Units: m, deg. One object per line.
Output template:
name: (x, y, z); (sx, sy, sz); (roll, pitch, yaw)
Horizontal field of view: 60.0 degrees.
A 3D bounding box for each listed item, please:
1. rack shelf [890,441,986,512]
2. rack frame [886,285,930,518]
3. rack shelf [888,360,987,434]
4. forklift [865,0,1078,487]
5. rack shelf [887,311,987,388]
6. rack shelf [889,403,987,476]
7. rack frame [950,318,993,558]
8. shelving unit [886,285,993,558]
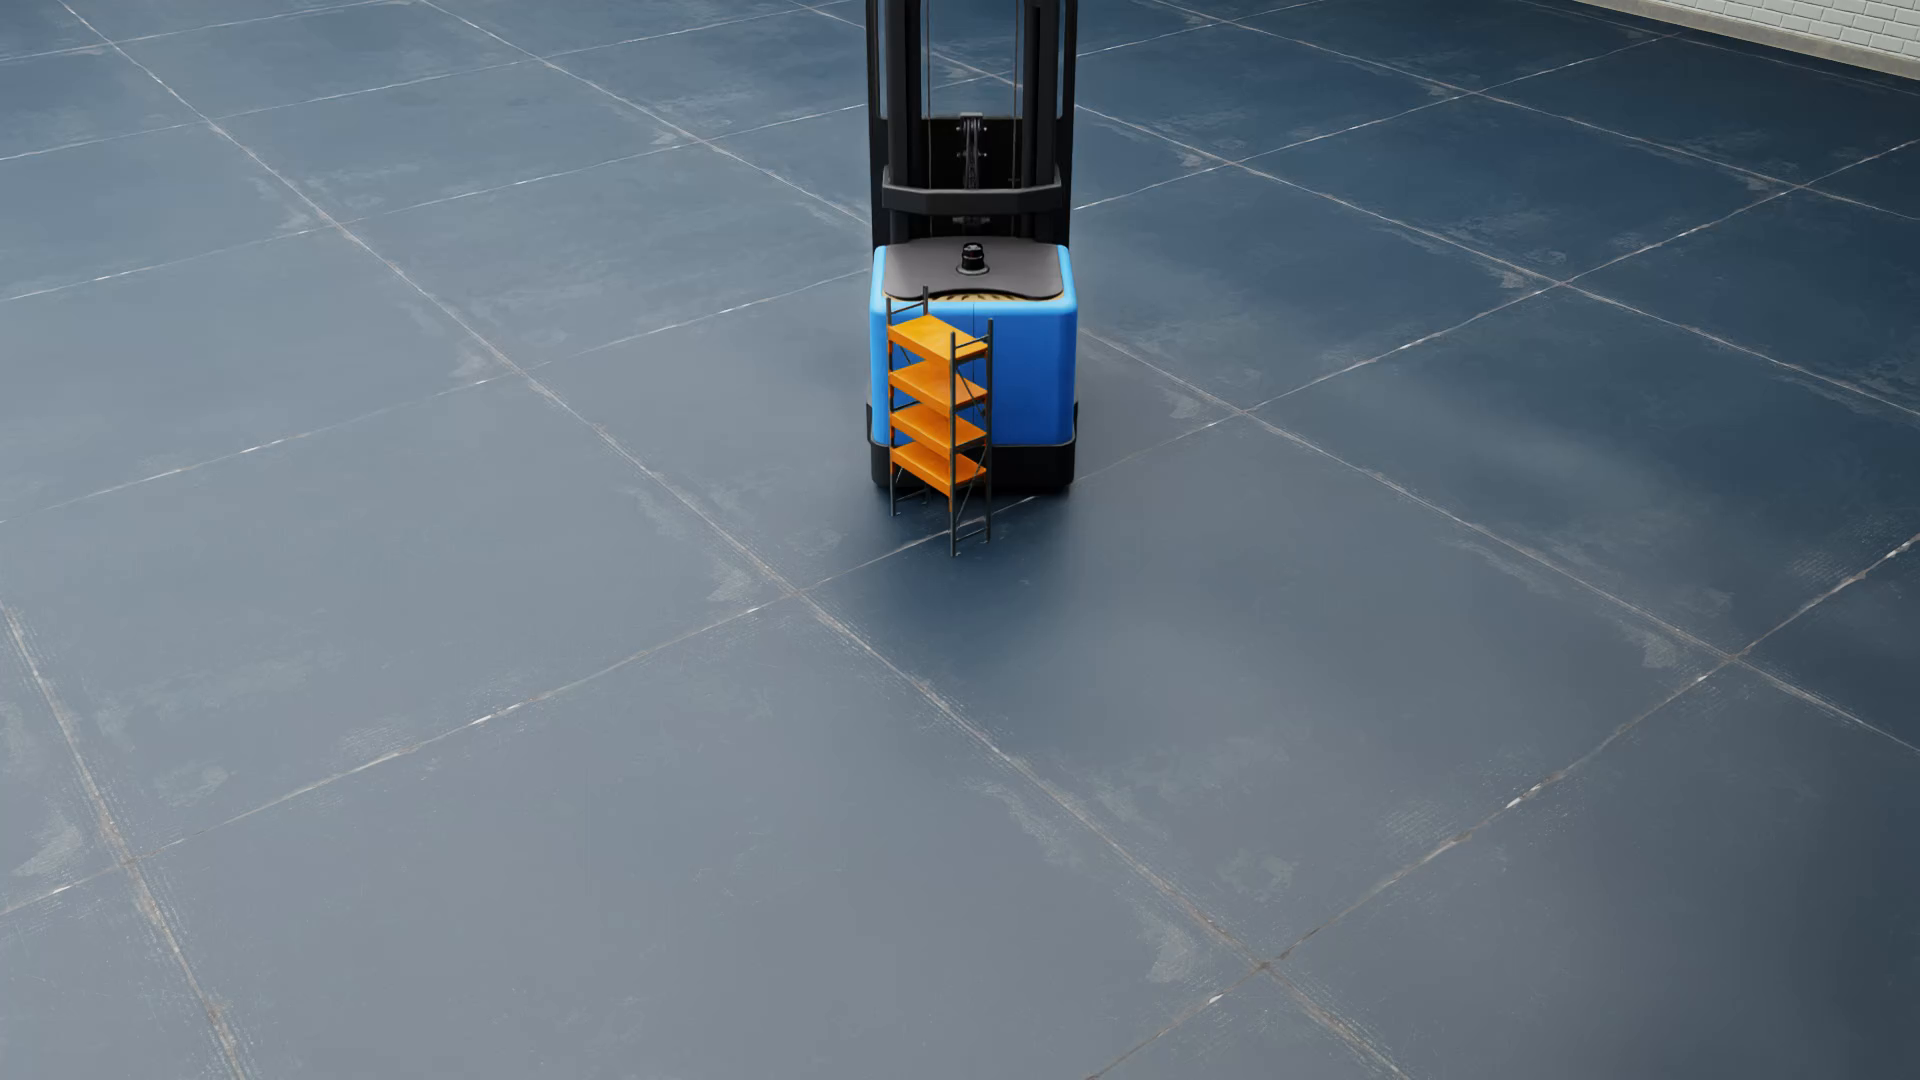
rack shelf: (-0.099, -0.338, 8.161); (0.258, 0.148, 0.480); (-23, 38, -32)
rack frame: (-0.251, -0.664, 8.182); (0.240, 1.200, 0.015); (-23, 38, -32)
rack shelf: (-0.099, -0.697, 7.938); (0.258, 0.148, 0.480); (-23, 38, -32)
forklift: (0.057, -2.255, 9.102); (1.130, 2.935, 3.031); (0, 32, 0)
rack shelf: (-0.099, -0.898, 7.813); (0.258, 0.148, 0.480); (-23, 38, -32)
rack shelf: (-0.099, -0.507, 8.056); (0.258, 0.148, 0.480); (-23, 38, -32)
rack frame: (0.054, -0.463, 7.859); (0.240, 1.200, 0.015); (-23, 38, -32)
shelving unit: (-0.099, -0.564, 8.020); (0.258, 1.200, 0.503); (-23, 38, -32)
